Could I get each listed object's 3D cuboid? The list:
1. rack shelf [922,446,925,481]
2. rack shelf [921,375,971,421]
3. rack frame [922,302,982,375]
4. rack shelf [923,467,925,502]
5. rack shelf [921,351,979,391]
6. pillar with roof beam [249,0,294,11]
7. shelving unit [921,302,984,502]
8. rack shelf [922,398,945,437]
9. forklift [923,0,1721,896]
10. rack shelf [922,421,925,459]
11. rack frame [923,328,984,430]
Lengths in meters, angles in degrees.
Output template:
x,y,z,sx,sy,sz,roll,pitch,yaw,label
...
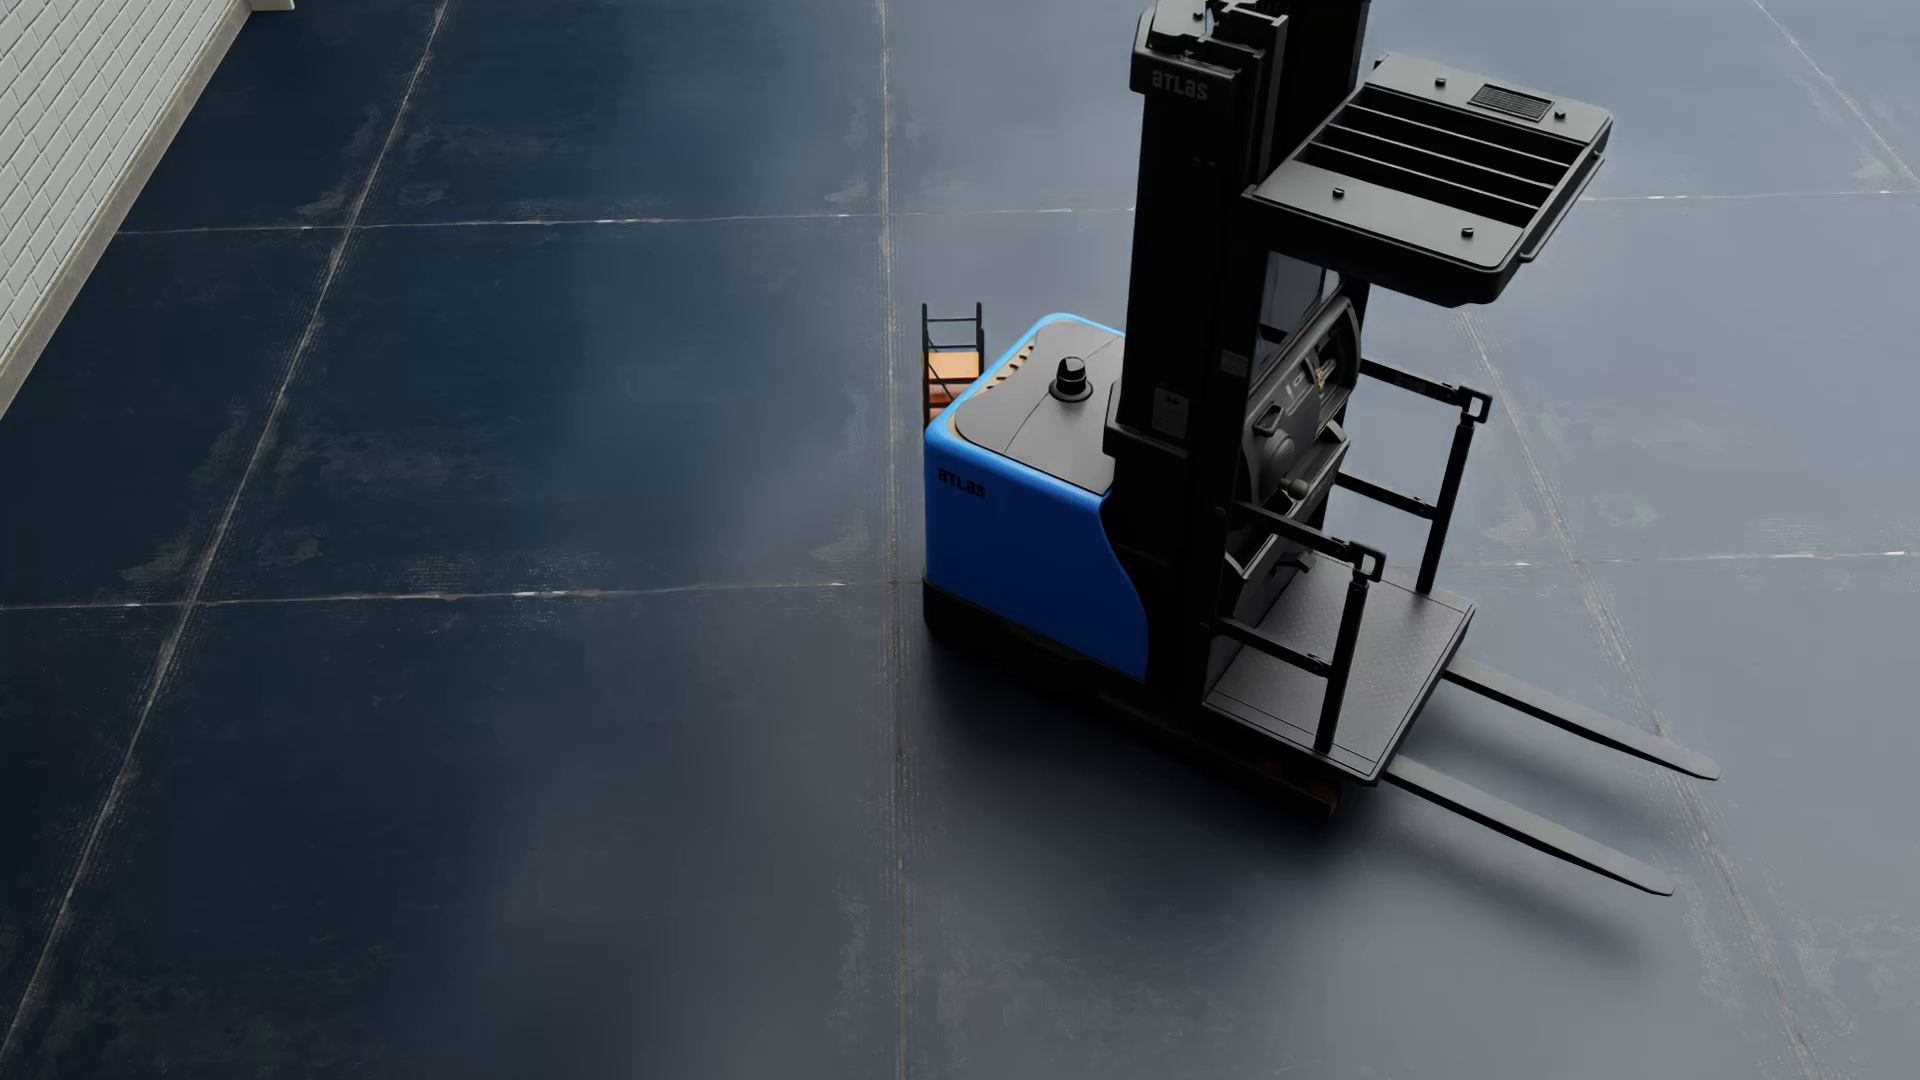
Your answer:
x,y,z,sx,sy,sz,roll,pitch,yaw,label
-0.028,-0.324,7.108,0.258,0.103,0.180,-2,43,-2,rack shelf
-0.029,-0.589,6.865,0.258,0.103,0.180,-2,43,-2,rack shelf
-0.033,-0.507,7.065,0.240,1.200,0.006,-2,43,-2,rack frame
-0.028,-0.235,7.189,0.258,0.103,0.180,-2,43,-2,rack shelf
-0.029,-0.678,6.784,0.258,0.103,0.180,-2,43,-2,rack shelf
-0.416,-7.188,8.582,9.100,9.000,0.400,-2,43,-2,pillar with roof beam
-0.028,-0.445,6.997,0.258,1.200,0.189,-2,43,-2,shelving unit
-0.028,-0.501,6.946,0.258,0.103,0.180,-2,43,-2,rack shelf
1.362,-0.434,5.705,3.031,2.935,1.130,24,48,24,forklift
-0.028,-0.412,7.027,0.258,0.103,0.180,-2,43,-2,rack shelf
-0.024,-0.383,6.930,0.240,1.200,0.006,-2,43,-2,rack frame
